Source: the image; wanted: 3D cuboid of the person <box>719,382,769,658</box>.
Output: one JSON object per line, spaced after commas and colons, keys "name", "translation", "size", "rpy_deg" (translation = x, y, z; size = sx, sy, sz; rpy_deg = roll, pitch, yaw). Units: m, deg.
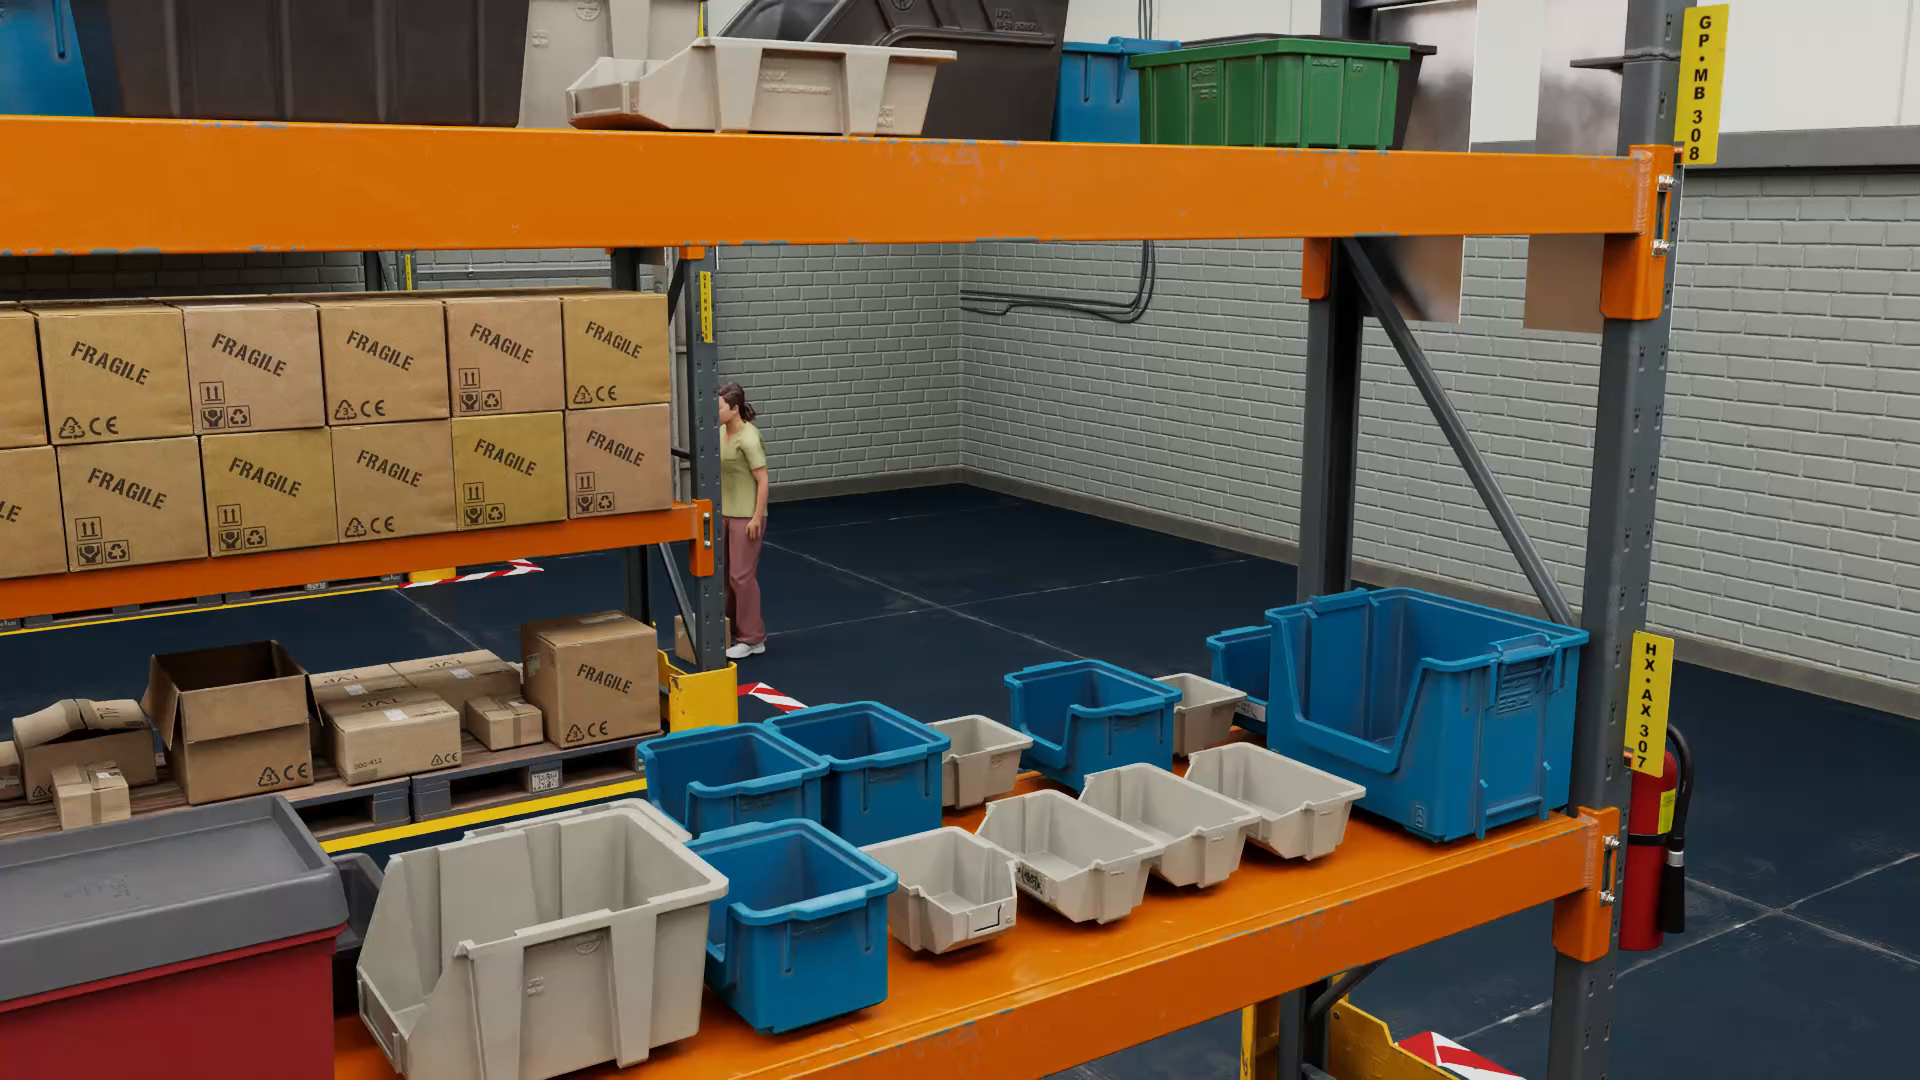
{"name": "person", "translation": [-1.360, -0.132, 10.104], "size": [0.359, 1.672, 0.521], "rpy_deg": [-8, 14, -36]}
